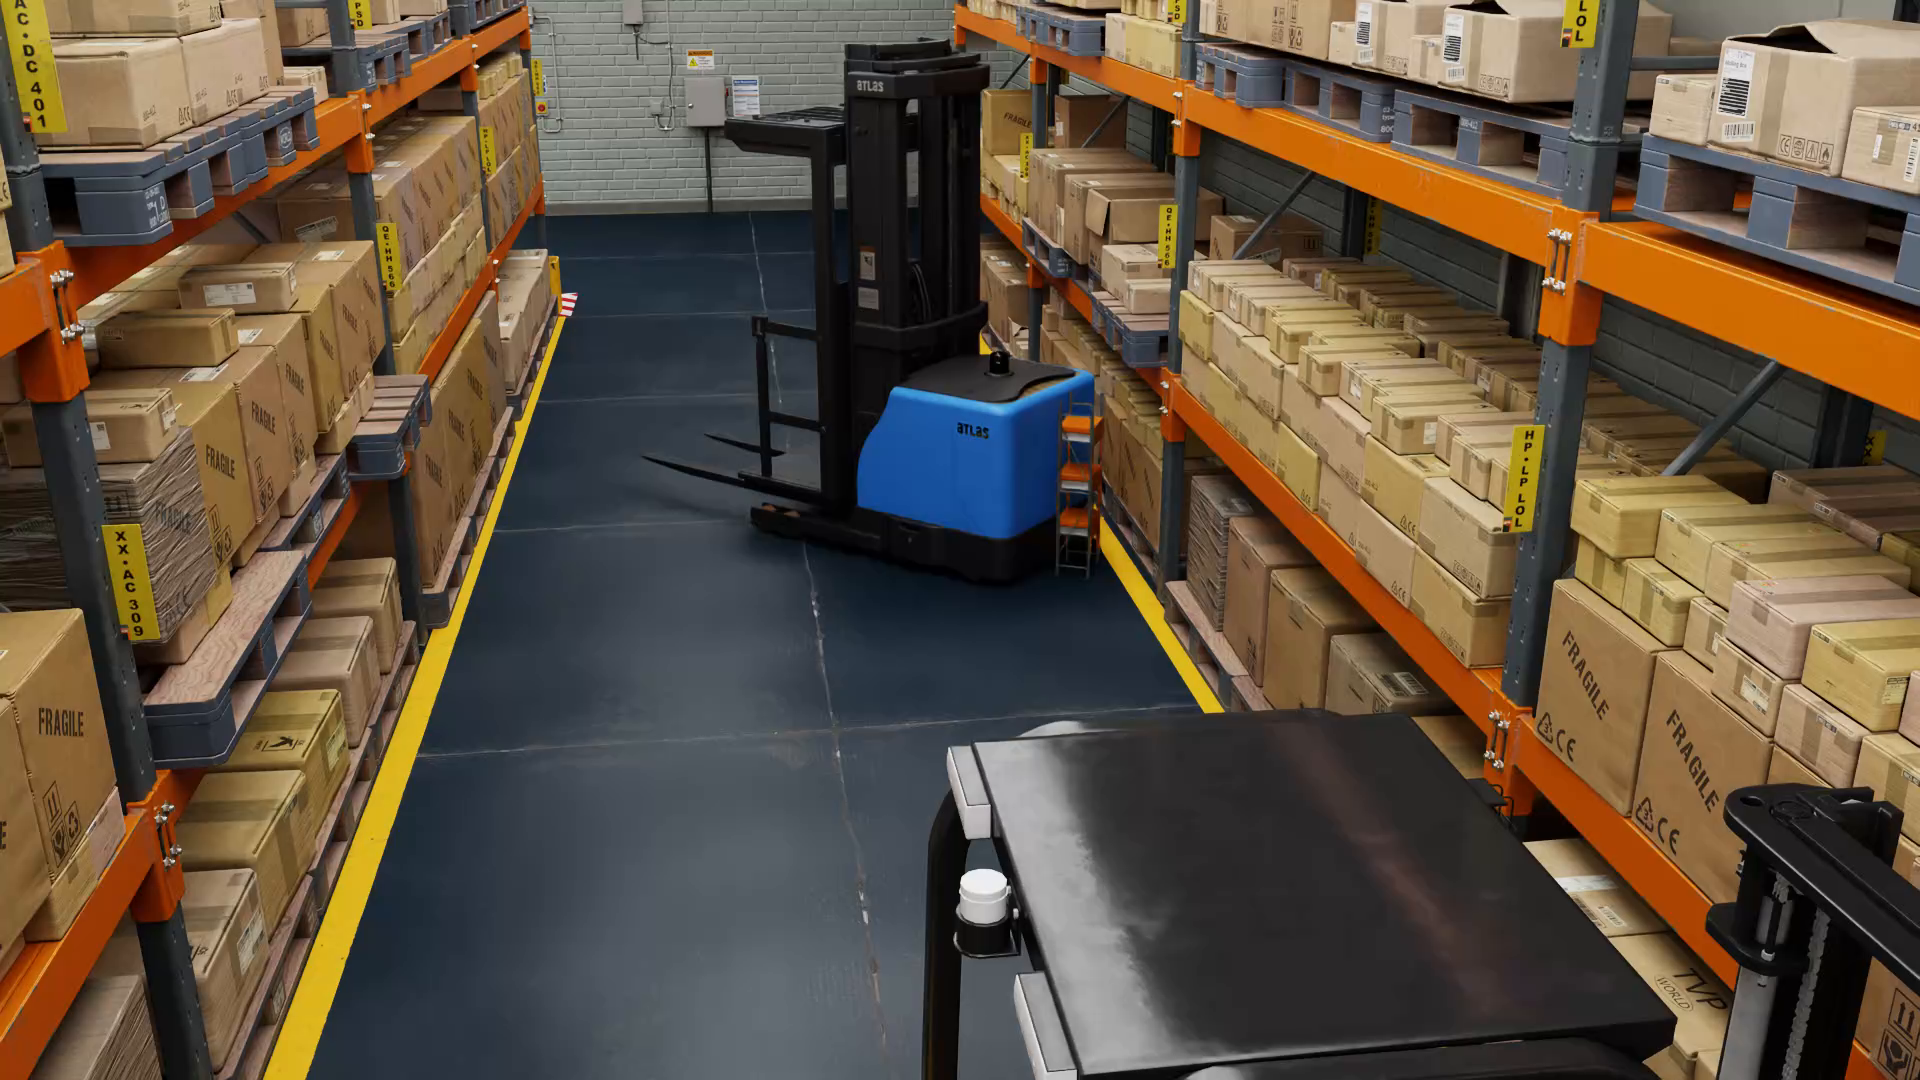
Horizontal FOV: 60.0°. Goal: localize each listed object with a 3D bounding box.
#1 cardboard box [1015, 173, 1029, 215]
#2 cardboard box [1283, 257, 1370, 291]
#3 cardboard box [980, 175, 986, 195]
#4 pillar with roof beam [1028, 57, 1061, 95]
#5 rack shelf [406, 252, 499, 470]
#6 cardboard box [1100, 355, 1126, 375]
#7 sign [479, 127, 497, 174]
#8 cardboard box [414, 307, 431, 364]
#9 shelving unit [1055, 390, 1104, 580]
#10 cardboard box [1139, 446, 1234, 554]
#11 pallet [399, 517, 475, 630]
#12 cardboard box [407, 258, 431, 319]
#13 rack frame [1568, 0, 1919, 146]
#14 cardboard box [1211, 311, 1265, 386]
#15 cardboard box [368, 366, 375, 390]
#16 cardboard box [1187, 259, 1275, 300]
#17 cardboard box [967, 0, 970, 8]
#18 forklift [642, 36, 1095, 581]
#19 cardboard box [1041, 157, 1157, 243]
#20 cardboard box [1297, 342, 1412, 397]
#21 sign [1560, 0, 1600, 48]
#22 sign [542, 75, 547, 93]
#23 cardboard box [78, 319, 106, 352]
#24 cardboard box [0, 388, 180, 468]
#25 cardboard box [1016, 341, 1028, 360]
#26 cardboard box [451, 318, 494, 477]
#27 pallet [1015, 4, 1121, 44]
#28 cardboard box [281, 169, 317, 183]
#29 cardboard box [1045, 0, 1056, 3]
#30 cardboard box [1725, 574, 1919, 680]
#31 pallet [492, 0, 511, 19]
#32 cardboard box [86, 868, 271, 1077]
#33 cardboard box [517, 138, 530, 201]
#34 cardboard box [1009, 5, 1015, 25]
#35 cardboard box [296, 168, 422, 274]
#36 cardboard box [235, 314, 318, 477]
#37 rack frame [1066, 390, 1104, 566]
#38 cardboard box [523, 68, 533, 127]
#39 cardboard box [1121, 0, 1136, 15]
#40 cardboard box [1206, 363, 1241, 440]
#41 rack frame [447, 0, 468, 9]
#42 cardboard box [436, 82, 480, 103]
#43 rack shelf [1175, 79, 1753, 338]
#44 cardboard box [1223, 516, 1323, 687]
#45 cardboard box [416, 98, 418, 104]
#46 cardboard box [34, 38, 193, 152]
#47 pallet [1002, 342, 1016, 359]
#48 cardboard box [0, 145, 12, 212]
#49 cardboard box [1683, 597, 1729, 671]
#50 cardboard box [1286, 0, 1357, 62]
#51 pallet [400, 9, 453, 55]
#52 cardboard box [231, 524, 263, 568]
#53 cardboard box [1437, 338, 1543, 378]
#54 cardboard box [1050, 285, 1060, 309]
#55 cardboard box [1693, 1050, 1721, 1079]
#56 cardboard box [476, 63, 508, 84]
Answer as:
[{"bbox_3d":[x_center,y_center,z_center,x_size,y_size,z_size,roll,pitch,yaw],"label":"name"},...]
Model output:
[{"bbox_3d":[0.717,-2.705,12.962,0.500,0.250,0.500,-2,21,-6],"label":"cardboard box"},{"bbox_3d":[1.856,-1.336,8.435,0.380,0.149,0.250,-2,21,-6],"label":"cardboard box"},{"bbox_3d":[0.368,-3.163,14.758,0.380,0.149,0.250,-4,21,-9],"label":"cardboard box"},{"bbox_3d":[-3.302,-7.430,17.247,9.100,9.000,0.400,-3,21,-8],"label":"pillar with roof beam"},{"bbox_3d":[-3.591,-1.191,10.147,1.077,0.370,4.000,-3,21,-8],"label":"rack shelf"},{"bbox_3d":[1.138,-1.123,10.982,0.380,0.149,0.250,-3,21,-8],"label":"cardboard box"},{"bbox_3d":[-3.344,-2.757,11.768,0.100,0.325,0.005,-3,21,-8],"label":"sign"},{"bbox_3d":[-3.216,-1.125,9.154,0.500,0.250,0.500,-4,21,-9],"label":"cardboard box"},{"bbox_3d":[0.686,-0.311,9.548,0.215,1.050,0.252,6,21,16],"label":"shelving unit"},{"bbox_3d":[1.335,-0.249,9.567,0.500,0.500,0.500,-2,21,-6],"label":"cardboard box"},{"bbox_3d":[-3.342,0.194,9.396,1.003,0.211,1.213,-3,21,-8],"label":"pallet"},{"bbox_3d":[-3.205,-1.367,9.088,0.500,0.250,0.500,-2,21,-6],"label":"cardboard box"},{"bbox_3d":[2.185,-2.513,4.083,1.000,3.000,0.127,-3,21,-8],"label":"rack frame"},{"bbox_3d":[1.502,-0.912,7.871,0.500,0.250,0.500,-2,21,-6],"label":"cardboard box"},{"bbox_3d":[-2.913,-0.724,7.626,0.380,0.149,0.250,-3,21,-7],"label":"cardboard box"},{"bbox_3d":[1.363,-1.313,8.374,0.380,0.149,0.250,-2,21,-6],"label":"cardboard box"},{"bbox_3d":[0.271,-5.023,15.449,0.380,0.149,0.250,-2,21,-7],"label":"cardboard box"},{"bbox_3d":[-0.690,-1.521,10.098,3.031,2.935,1.130,14,24,32],"label":"forklift"},{"bbox_3d":[0.955,-2.358,11.499,0.700,0.500,0.500,-3,21,-7],"label":"cardboard box"},{"bbox_3d":[1.588,-0.689,6.704,0.380,0.149,0.250,-3,21,-9],"label":"cardboard box"},{"bbox_3d":[1.650,-1.467,4.380,0.100,0.325,0.005,-3,21,-8],"label":"sign"},{"bbox_3d":[-5.349,-5.702,20.810,0.327,0.218,0.001,-3,21,-8],"label":"sign"},{"bbox_3d":[-3.237,-0.514,6.137,0.500,0.500,0.500,-4,21,-10],"label":"cardboard box"},{"bbox_3d":[-2.444,-0.318,4.686,0.380,0.149,0.250,-3,21,-8],"label":"cardboard box"},{"bbox_3d":[0.661,-1.512,13.451,0.380,0.149,0.250,-4,21,-9],"label":"cardboard box"},{"bbox_3d":[-3.573,-0.899,10.773,0.875,0.875,0.875,-2,21,-6],"label":"cardboard box"},{"bbox_3d":[1.056,-3.560,11.443,1.213,0.211,1.003,-3,21,-8],"label":"pallet"},{"bbox_3d":[-3.718,-1.694,8.893,0.500,0.500,0.500,-3,21,-7],"label":"cardboard box"},{"bbox_3d":[0.770,-3.614,10.934,0.380,0.149,0.250,-3,21,-7],"label":"cardboard box"},{"bbox_3d":[2.046,0.201,3.896,0.380,0.149,0.250,-2,21,-7],"label":"cardboard box"},{"bbox_3d":[-4.160,-4.290,13.254,1.003,0.211,1.213,-3,21,-8],"label":"pallet"},{"bbox_3d":[-2.804,1.402,5.331,0.950,0.372,0.625,-3,21,-7],"label":"cardboard box"},{"bbox_3d":[-3.983,-3.147,14.211,0.500,0.500,0.500,-2,21,-6],"label":"cardboard box"},{"bbox_3d":[0.594,-4.133,13.067,0.380,0.149,0.250,-3,21,-8],"label":"cardboard box"},{"bbox_3d":[-3.213,-1.705,8.923,0.500,0.500,0.500,-3,21,-8],"label":"cardboard box"},{"bbox_3d":[-2.725,-0.533,6.188,0.500,0.500,0.500,-4,21,-10],"label":"cardboard box"},{"bbox_3d":[0.723,-0.351,9.657,0.200,1.050,0.008,6,21,16],"label":"rack frame"},{"bbox_3d":[-4.151,-3.966,14.976,0.500,0.500,0.500,-2,21,-6],"label":"cardboard box"},{"bbox_3d":[1.160,-3.167,9.765,0.380,0.149,0.250,-2,21,-6],"label":"cardboard box"},{"bbox_3d":[1.498,-0.677,7.956,0.500,0.250,0.500,-3,21,-9],"label":"cardboard box"},{"bbox_3d":[-3.879,-5.031,10.825,1.000,3.000,0.127,-3,21,-8],"label":"rack frame"},{"bbox_3d":[-3.721,-3.250,12.132,0.380,0.149,0.250,-3,21,-7],"label":"cardboard box"},{"bbox_3d":[1.897,-1.463,6.588,1.077,0.370,4.000,-3,21,-8],"label":"rack shelf"},{"bbox_3d":[1.787,0.271,7.998,0.875,0.625,0.625,-2,21,-6],"label":"cardboard box"},{"bbox_3d":[-4.196,-3.314,12.303,0.380,0.149,0.250,-3,21,-8],"label":"cardboard box"},{"bbox_3d":[-2.414,-1.205,4.483,0.500,0.250,0.500,-3,21,-9],"label":"cardboard box"},{"bbox_3d":[0.934,-1.404,13.673,1.003,0.211,1.213,-3,21,-8],"label":"pallet"},{"bbox_3d":[-2.396,-0.785,3.534,0.500,0.250,0.500,-3,21,-8],"label":"cardboard box"},{"bbox_3d":[2.075,0.249,4.193,0.380,0.149,0.250,-3,21,-8],"label":"cardboard box"},{"bbox_3d":[1.618,-2.168,6.559,0.500,0.500,0.500,-2,21,-6],"label":"cardboard box"},{"bbox_3d":[-3.698,-3.221,10.540,0.805,0.209,1.217,-4,21,-10],"label":"pallet"},{"bbox_3d":[-2.633,-0.010,5.713,0.380,0.149,0.250,-3,21,-7],"label":"cardboard box"},{"bbox_3d":[2.173,-0.716,6.776,0.380,0.149,0.250,-3,21,-7],"label":"cardboard box"},{"bbox_3d":[0.880,-1.807,12.387,0.380,0.149,0.250,-3,21,-9],"label":"cardboard box"},{"bbox_3d":[2.091,1.453,3.939,0.500,0.250,0.500,-2,21,-6],"label":"cardboard box"},{"bbox_3d":[-3.968,-3.872,13.796,0.380,0.149,0.250,-2,21,-6],"label":"cardboard box"}]
